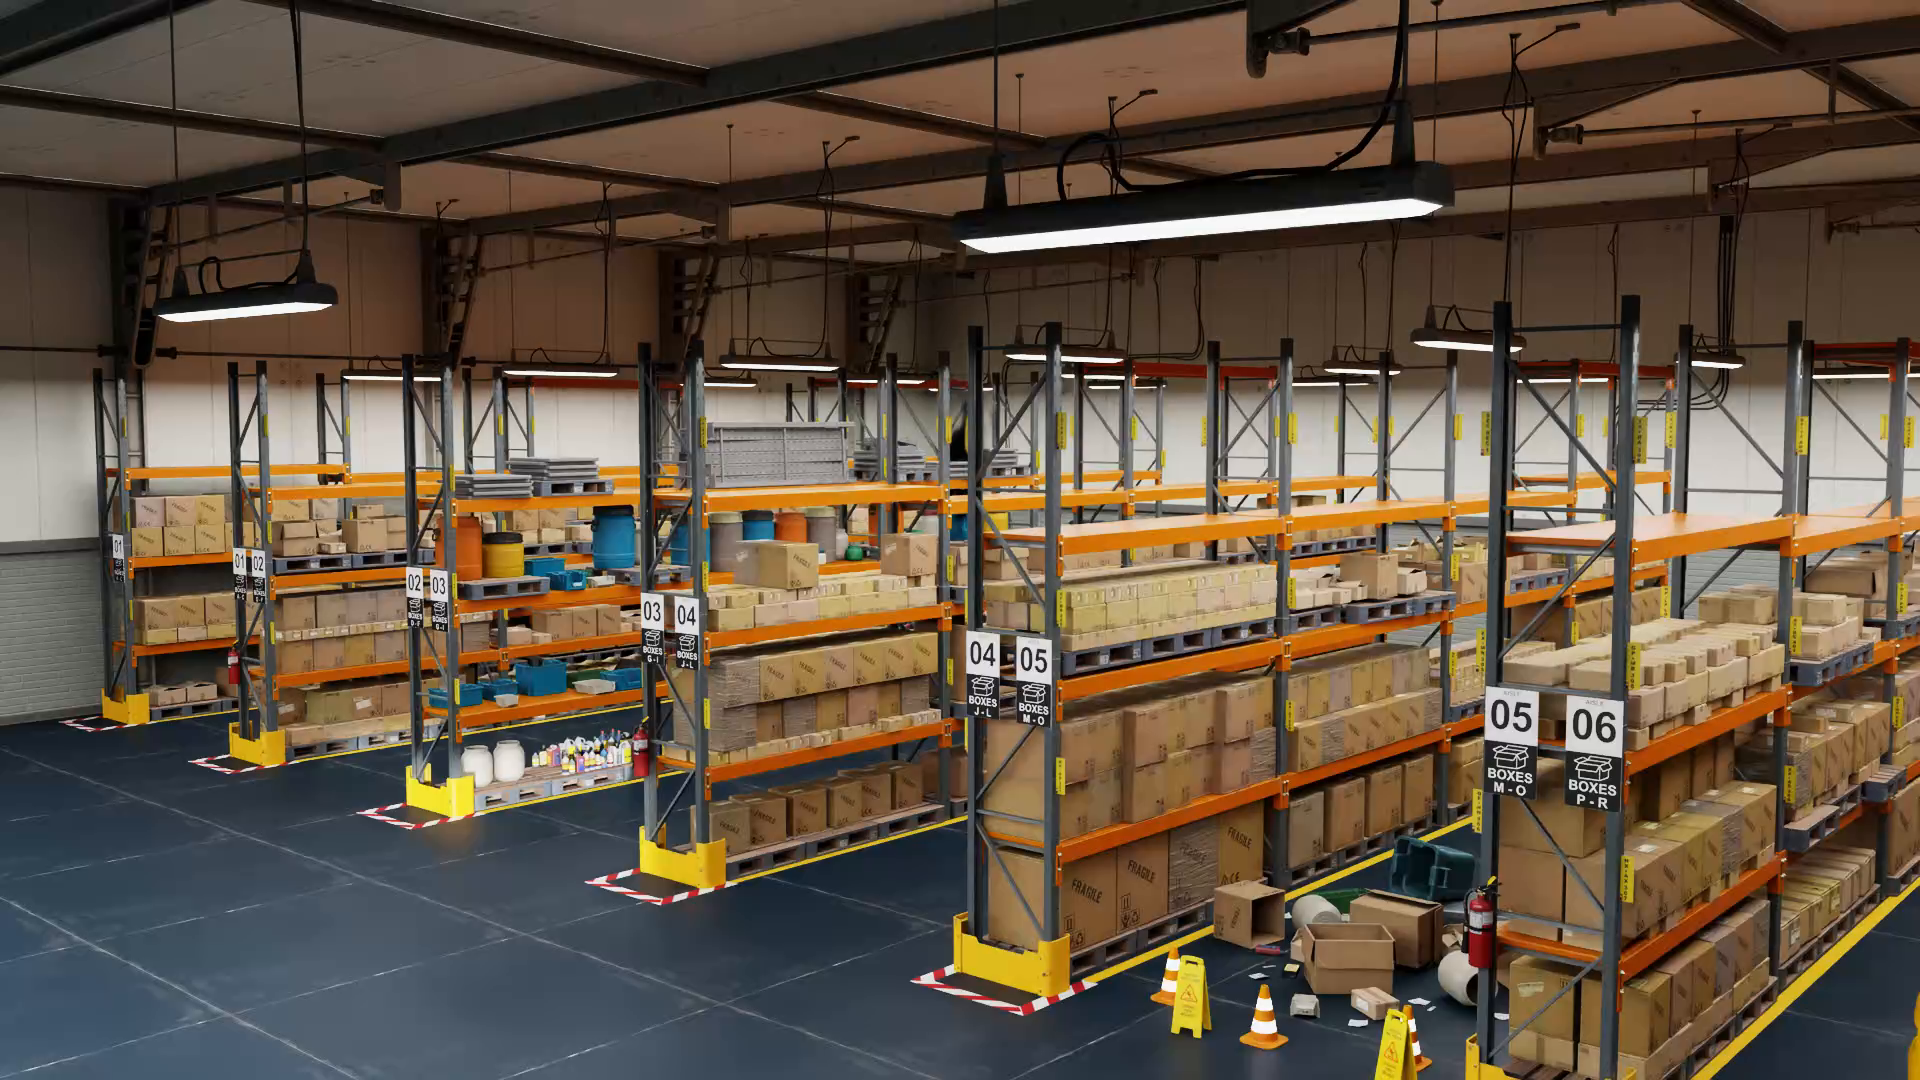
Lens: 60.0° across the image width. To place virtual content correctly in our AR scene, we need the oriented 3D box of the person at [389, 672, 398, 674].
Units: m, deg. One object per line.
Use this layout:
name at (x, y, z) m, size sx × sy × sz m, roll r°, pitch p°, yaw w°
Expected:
person at (-9.717, 2.344, 28.431) m, size 0.527 × 1.474 × 0.863 m, roll 4°, pitch 6°, yaw 42°
